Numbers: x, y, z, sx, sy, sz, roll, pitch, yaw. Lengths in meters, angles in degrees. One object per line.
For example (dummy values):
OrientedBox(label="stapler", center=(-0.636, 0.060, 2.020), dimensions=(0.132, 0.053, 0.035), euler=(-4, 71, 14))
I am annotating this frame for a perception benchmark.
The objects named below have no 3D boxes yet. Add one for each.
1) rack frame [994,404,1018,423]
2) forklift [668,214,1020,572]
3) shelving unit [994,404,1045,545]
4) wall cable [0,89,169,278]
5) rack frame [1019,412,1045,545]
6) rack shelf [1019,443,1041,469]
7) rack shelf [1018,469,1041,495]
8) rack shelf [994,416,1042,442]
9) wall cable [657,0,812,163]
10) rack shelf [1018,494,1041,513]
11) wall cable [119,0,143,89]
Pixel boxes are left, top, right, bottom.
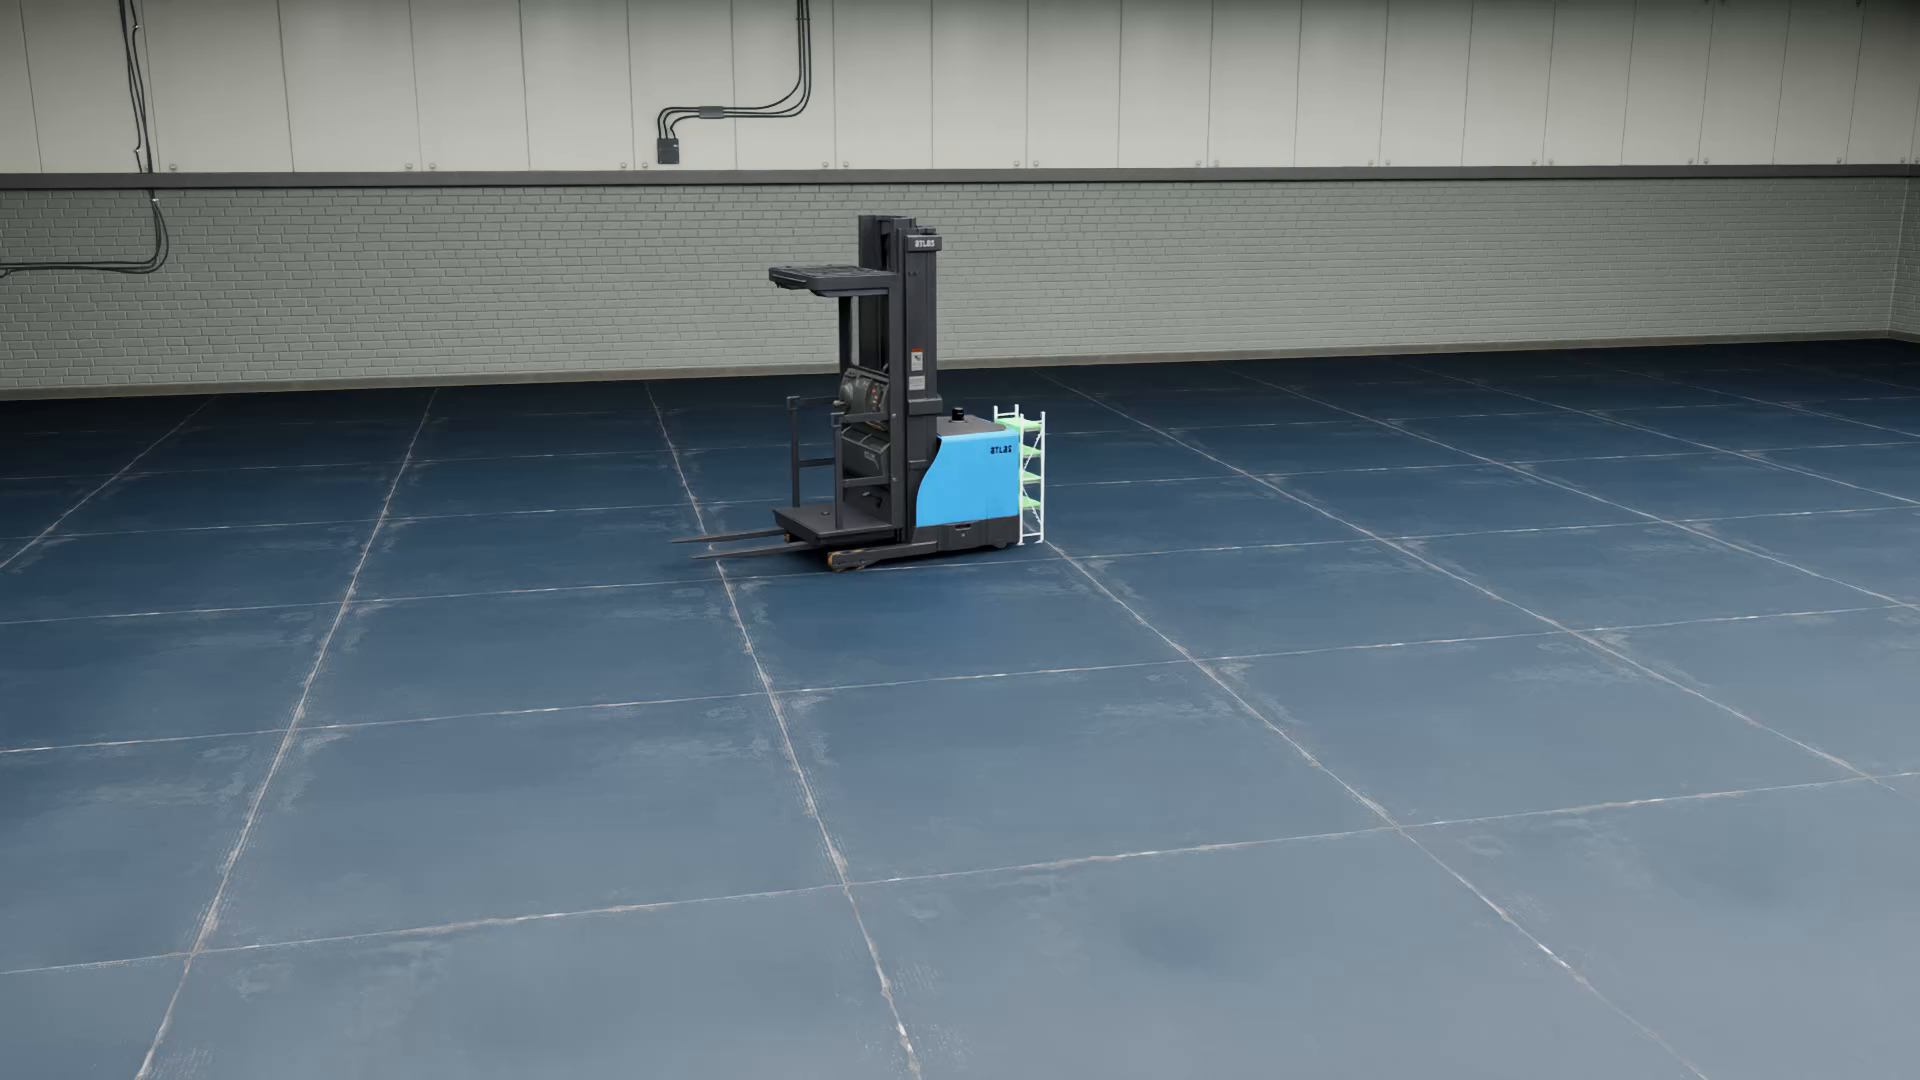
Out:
OrientedBox(label="rack frame", center=(0.424, -0.655, 15.403), dimensions=(0.240, 1.200, 0.015), euler=(-7, 15, -26))
OrientedBox(label="forklift", center=(-1.013, -1.296, 14.380), dimensions=(3.031, 2.935, 1.130), euler=(-7, 15, -26))
OrientedBox(label="shelving unit", center=(0.535, -0.604, 15.192), dimensions=(0.258, 1.200, 0.503), euler=(-7, 15, -26))
OrientedBox(label="wall cable", center=(-12.554, -4.847, 22.670), dimensions=(3.097, 2.526, 0.112), euler=(-3, 14, -13))
OrientedBox(label="rack frame", center=(0.647, -0.552, 14.981), dimensions=(0.240, 1.200, 0.015), euler=(-7, 15, -26))
OrientedBox(label="rack shelf", center=(0.535, -0.775, 15.150), dimensions=(0.258, 0.148, 0.480), euler=(-7, 15, -26))
OrientedBox(label="rack shelf", center=(0.535, -0.541, 15.207), dimensions=(0.258, 0.148, 0.480), euler=(-7, 15, -26))
OrientedBox(label="rack shelf", center=(0.535, -1.008, 15.093), dimensions=(0.258, 0.148, 0.480), euler=(-7, 15, -26))
OrientedBox(label="wall cable", center=(-3.322, -8.533, 24.049), dimensions=(2.305, 6.003, 0.169), euler=(-3, 14, -13))
OrientedBox(label="rack shelf", center=(0.535, -0.308, 15.264), dimensions=(0.258, 0.148, 0.480), euler=(-7, 15, -26))
OrientedBox(label="wall cable", center=(-9.924, -7.451, 22.688), dimensions=(3.097, 2.526, 0.112), euler=(-3, 14, -13))
